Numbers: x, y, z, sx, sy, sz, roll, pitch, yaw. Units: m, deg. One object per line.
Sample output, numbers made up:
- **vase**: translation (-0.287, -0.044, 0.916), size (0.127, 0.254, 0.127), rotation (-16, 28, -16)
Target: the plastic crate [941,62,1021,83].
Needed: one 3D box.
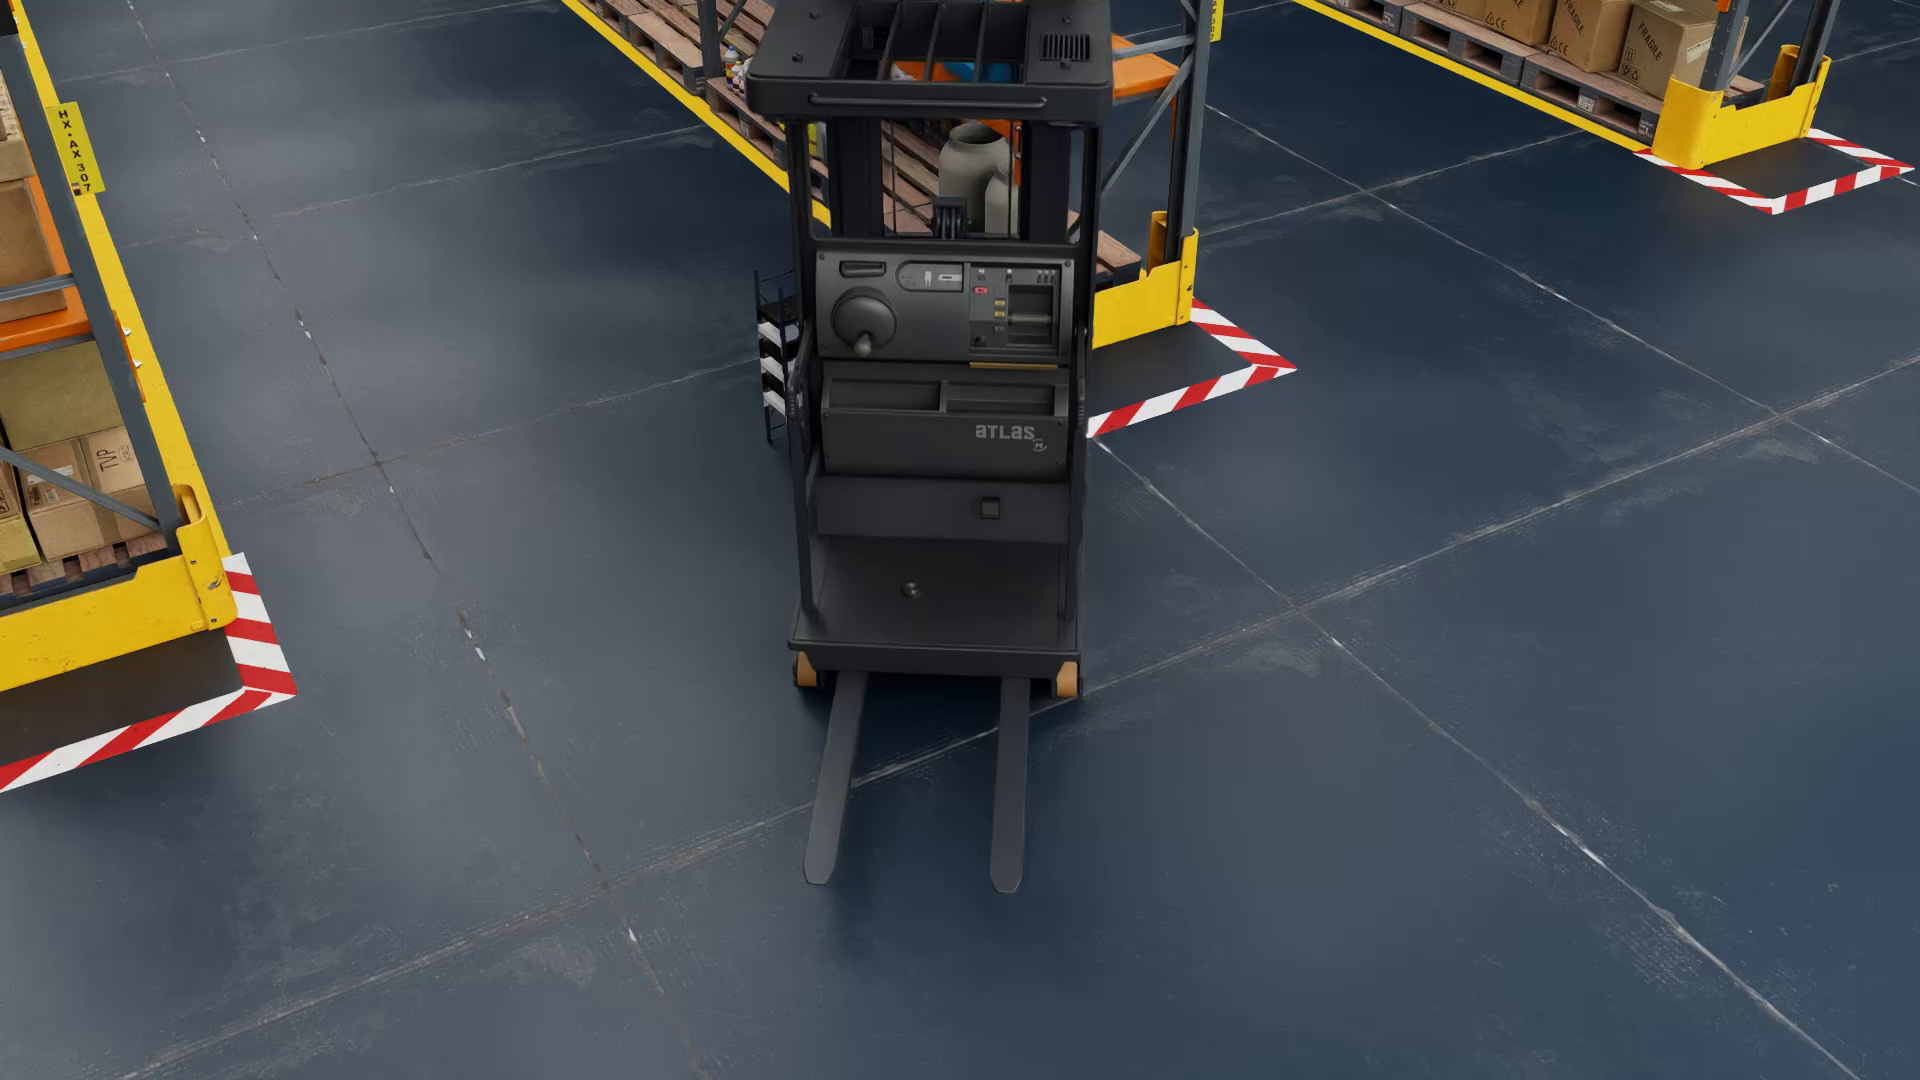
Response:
- **plastic crate**: translation (0.231, -2.380, 8.092), size (0.499, 0.251, 0.616), rotation (-19, 40, -24)

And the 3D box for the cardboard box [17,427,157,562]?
- **cardboard box**: translation (-3.621, -0.207, 6.965), size (0.500, 0.250, 0.500), rotation (-19, 40, -24)

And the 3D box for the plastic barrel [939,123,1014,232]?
- **plastic barrel**: translation (0.093, -2.007, 9.209), size (0.421, 0.512, 0.421), rotation (0, 36, 0)

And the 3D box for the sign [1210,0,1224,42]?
- **sign**: translation (1.219, -2.547, 7.959), size (0.100, 0.325, 0.005), rotation (-19, 40, -24)

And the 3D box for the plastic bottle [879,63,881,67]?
- **plastic bottle**: translation (-0.481, -2.983, 10.721), size (0.061, 0.283, 0.133), rotation (-16, 39, -21)

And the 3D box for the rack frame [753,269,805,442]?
- **rack frame**: translation (-0.817, -0.871, 7.679), size (0.240, 0.900, 0.006), rotation (-24, 42, -29)

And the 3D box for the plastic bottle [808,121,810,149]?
- **plastic bottle**: translation (-0.913, -2.574, 10.104), size (0.144, 0.351, 0.185), rotation (-19, 40, -24)

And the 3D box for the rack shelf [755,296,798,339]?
- **rack shelf**: translation (-0.756, -1.014, 7.474), size (0.258, 0.077, 0.200), rotation (-24, 42, -29)

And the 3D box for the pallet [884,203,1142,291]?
- **pallet**: translation (0.259, -1.589, 9.246), size (1.003, 0.211, 1.213), rotation (-19, 40, -24)

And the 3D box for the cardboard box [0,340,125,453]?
- **cardboard box**: translation (-3.874, -0.764, 7.092), size (0.500, 0.500, 0.500), rotation (-19, 40, -24)

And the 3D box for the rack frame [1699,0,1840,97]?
- **rack frame**: translation (5.024, -3.742, 9.830), size (1.000, 3.000, 0.127), rotation (-19, 40, -24)

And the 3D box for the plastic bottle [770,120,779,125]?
- **plastic bottle**: translation (-1.127, -2.791, 10.401), size (0.144, 0.351, 0.185), rotation (-21, 41, -26)

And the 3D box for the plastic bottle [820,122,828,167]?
- **plastic bottle**: translation (-0.733, -2.366, 9.882), size (0.152, 0.276, 0.135), rotation (-20, 41, -25)

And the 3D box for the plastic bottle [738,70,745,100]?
- **plastic bottle**: translation (-1.385, -2.965, 10.766), size (0.097, 0.201, 0.097), rotation (0, 36, 0)

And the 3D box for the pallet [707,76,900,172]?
- **pallet**: translation (-0.967, -2.833, 10.950), size (1.003, 0.211, 1.213), rotation (-19, 40, -24)

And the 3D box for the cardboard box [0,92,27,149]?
- **cardboard box**: translation (-3.690, -1.508, 6.137), size (0.380, 0.149, 0.250), rotation (-20, 41, -25)

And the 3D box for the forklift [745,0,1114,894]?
- **forklift**: translation (-0.067, -0.777, 5.828), size (1.130, 2.935, 3.031), rotation (2, 36, 3)

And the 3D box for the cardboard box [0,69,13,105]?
- **cardboard box**: translation (-3.939, -1.765, 6.489), size (0.380, 0.149, 0.250), rotation (-20, 40, -25)

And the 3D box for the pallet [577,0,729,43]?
- **pallet**: translation (-2.314, -4.200, 12.821), size (1.003, 0.211, 1.213), rotation (-19, 40, -24)

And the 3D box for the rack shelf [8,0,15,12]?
- **rack shelf**: translation (-4.548, -2.749, 6.537), size (1.077, 0.370, 4.000), rotation (-19, 40, -24)

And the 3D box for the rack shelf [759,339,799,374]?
- **rack shelf**: translation (-0.756, -0.868, 7.580), size (0.258, 0.077, 0.200), rotation (-24, 42, -29)

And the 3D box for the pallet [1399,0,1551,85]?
- **pallet**: translation (3.999, -3.701, 12.138), size (1.003, 0.211, 1.213), rotation (-19, 40, -24)

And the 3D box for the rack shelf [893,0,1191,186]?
- **rack shelf**: translation (-0.264, -3.003, 9.429), size (1.077, 0.370, 4.000), rotation (-19, 40, -24)

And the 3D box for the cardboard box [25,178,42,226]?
- **cardboard box**: translation (-4.035, -1.357, 6.480), size (0.700, 0.500, 0.500), rotation (-18, 40, -23)

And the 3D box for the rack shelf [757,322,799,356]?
- **rack shelf**: translation (-0.756, -0.941, 7.527), size (0.258, 0.077, 0.200), rotation (-24, 42, -29)

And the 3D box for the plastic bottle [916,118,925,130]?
- **plastic bottle**: translation (-0.225, -2.696, 10.338), size (0.097, 0.271, 0.097), rotation (0, 36, 0)

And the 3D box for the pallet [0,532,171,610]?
- **pallet**: translation (-3.964, -0.060, 7.153), size (1.003, 0.211, 1.213), rotation (-19, 40, -24)

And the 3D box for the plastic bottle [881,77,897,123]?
- **plastic bottle**: translation (-0.451, -2.773, 10.434), size (0.061, 0.283, 0.133), rotation (-19, 40, -24)

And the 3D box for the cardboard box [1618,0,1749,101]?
- **cardboard box**: translation (4.724, -3.225, 10.886), size (0.500, 0.500, 0.500), rotation (-12, 38, -16)

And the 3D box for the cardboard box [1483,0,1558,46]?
- **cardboard box**: translation (4.096, -3.845, 11.734), size (0.500, 0.500, 0.500), rotation (-15, 39, -20)

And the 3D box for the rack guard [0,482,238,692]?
- **rack guard**: translation (-3.532, 0.214, 6.534), size (1.175, 0.500, 0.348), rotation (-19, 40, -24)

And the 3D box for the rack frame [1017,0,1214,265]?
- **rack frame**: translation (0.741, -2.274, 7.820), size (1.000, 3.000, 0.127), rotation (-19, 40, -24)

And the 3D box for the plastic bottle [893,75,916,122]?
- **plastic bottle**: translation (-0.359, -2.802, 10.479), size (0.152, 0.276, 0.135), rotation (-18, 40, -23)

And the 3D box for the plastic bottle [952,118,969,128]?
- **plastic bottle**: translation (0.002, -2.492, 10.049), size (0.061, 0.283, 0.133), rotation (-18, 40, -23)

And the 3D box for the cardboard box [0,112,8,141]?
- **cardboard box**: translation (-3.794, -1.641, 5.769), size (0.700, 0.500, 0.500), rotation (-19, 40, -24)

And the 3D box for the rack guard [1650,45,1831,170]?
- **rack guard**: translation (4.985, -2.771, 10.620), size (1.175, 0.500, 0.348), rotation (-19, 40, -24)

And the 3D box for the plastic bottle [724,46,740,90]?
- **plastic bottle**: translation (-1.487, -3.097, 10.888), size (0.097, 0.271, 0.097), rotation (0, 36, 0)

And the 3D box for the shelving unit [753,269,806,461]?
- **shelving unit**: translation (-0.756, -0.823, 7.613), size (0.258, 0.900, 0.210), rotation (-24, 42, -29)

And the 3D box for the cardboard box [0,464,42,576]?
- **cardboard box**: translation (-4.068, -0.053, 6.755), size (0.500, 0.250, 0.500), rotation (-19, 40, -24)

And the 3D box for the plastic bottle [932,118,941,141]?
- **plastic bottle**: translation (-0.123, -2.593, 10.197), size (0.097, 0.271, 0.097), rotation (0, 36, 0)
